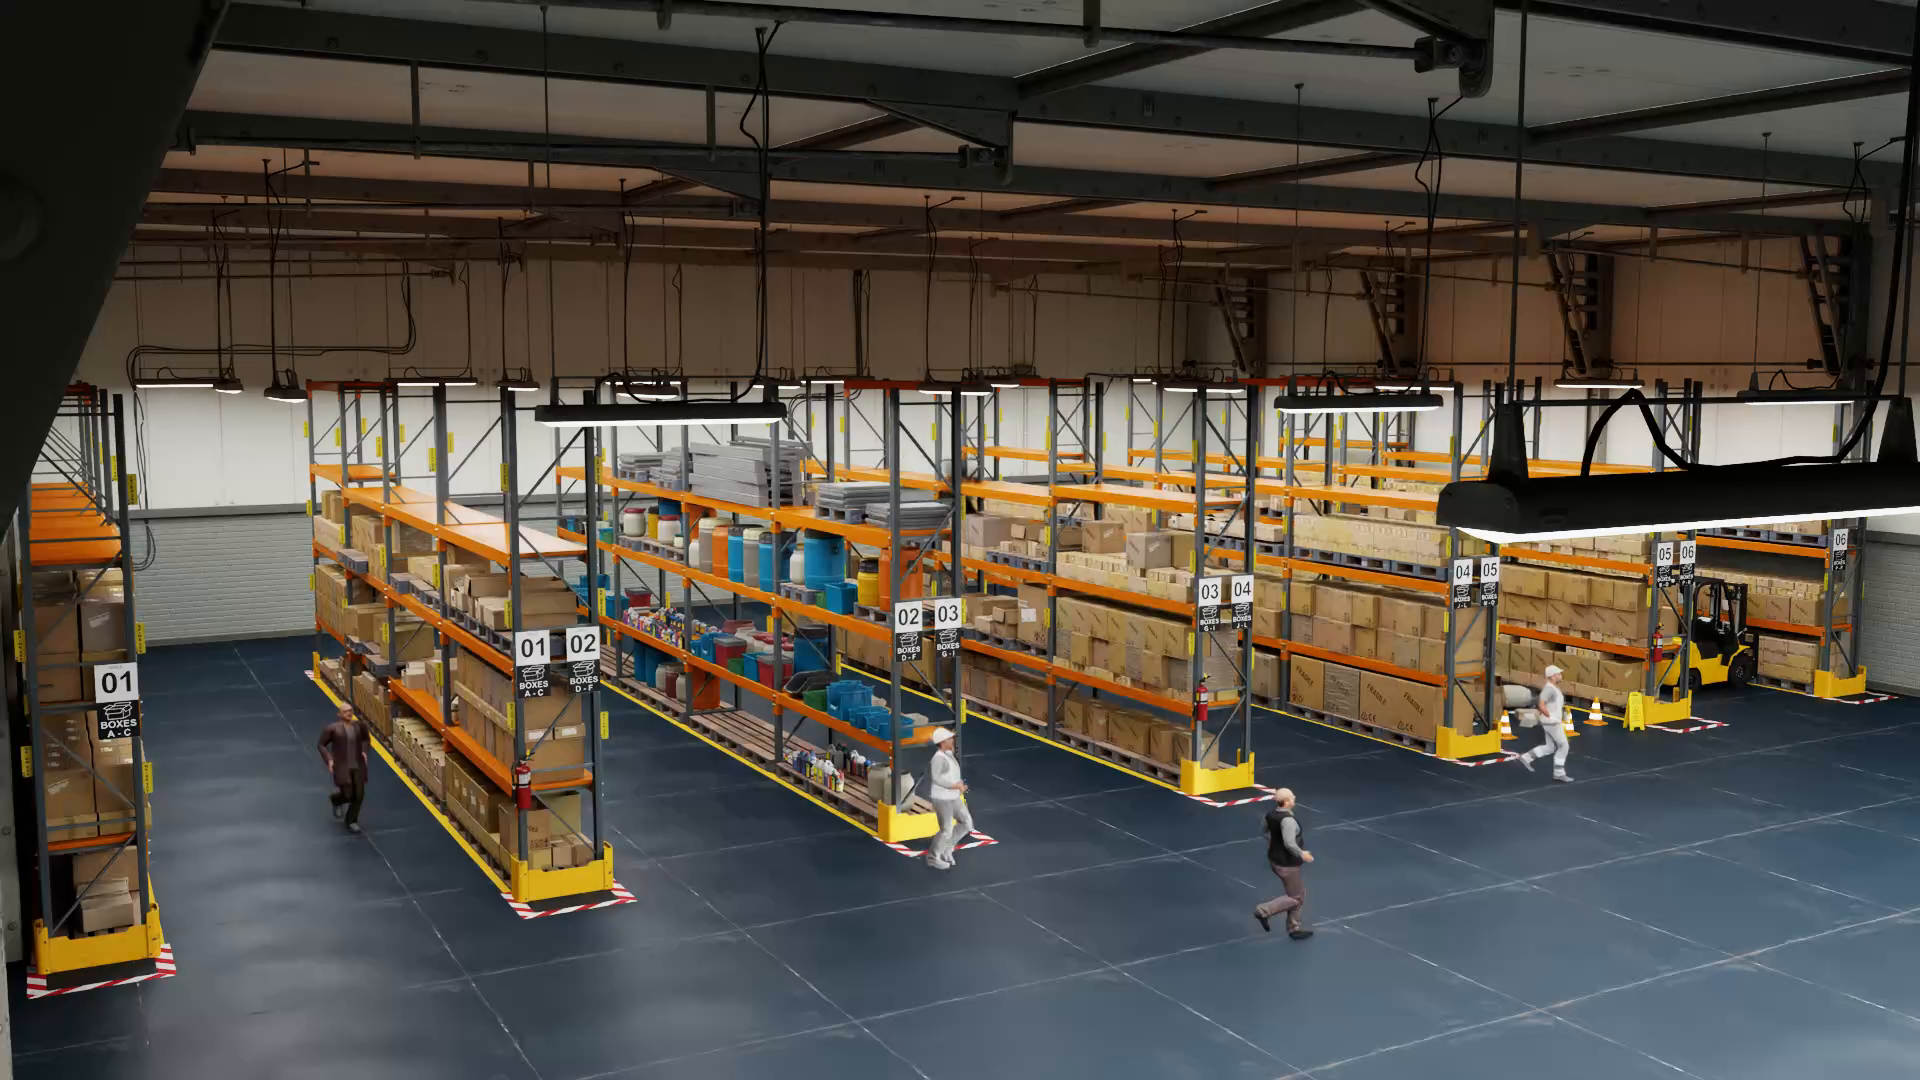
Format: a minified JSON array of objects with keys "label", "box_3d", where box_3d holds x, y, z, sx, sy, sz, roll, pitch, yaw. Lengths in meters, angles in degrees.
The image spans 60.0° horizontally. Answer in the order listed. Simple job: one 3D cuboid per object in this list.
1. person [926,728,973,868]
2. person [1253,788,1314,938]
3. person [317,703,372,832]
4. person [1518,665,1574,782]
[{"label":"person","box_3d":[-0.132,3.237,20.925,0.557,1.751,0.676,2,6,15]},{"label":"person","box_3d":[3.547,3.552,18.244,0.762,1.688,0.675,-2,6,-14]},{"label":"person","box_3d":[-8.331,3.115,22.622,0.709,1.659,0.640,-5,8,-41]},{"label":"person","box_3d":[8.926,2.769,25.259,0.814,1.756,0.675,2,6,21]}]
